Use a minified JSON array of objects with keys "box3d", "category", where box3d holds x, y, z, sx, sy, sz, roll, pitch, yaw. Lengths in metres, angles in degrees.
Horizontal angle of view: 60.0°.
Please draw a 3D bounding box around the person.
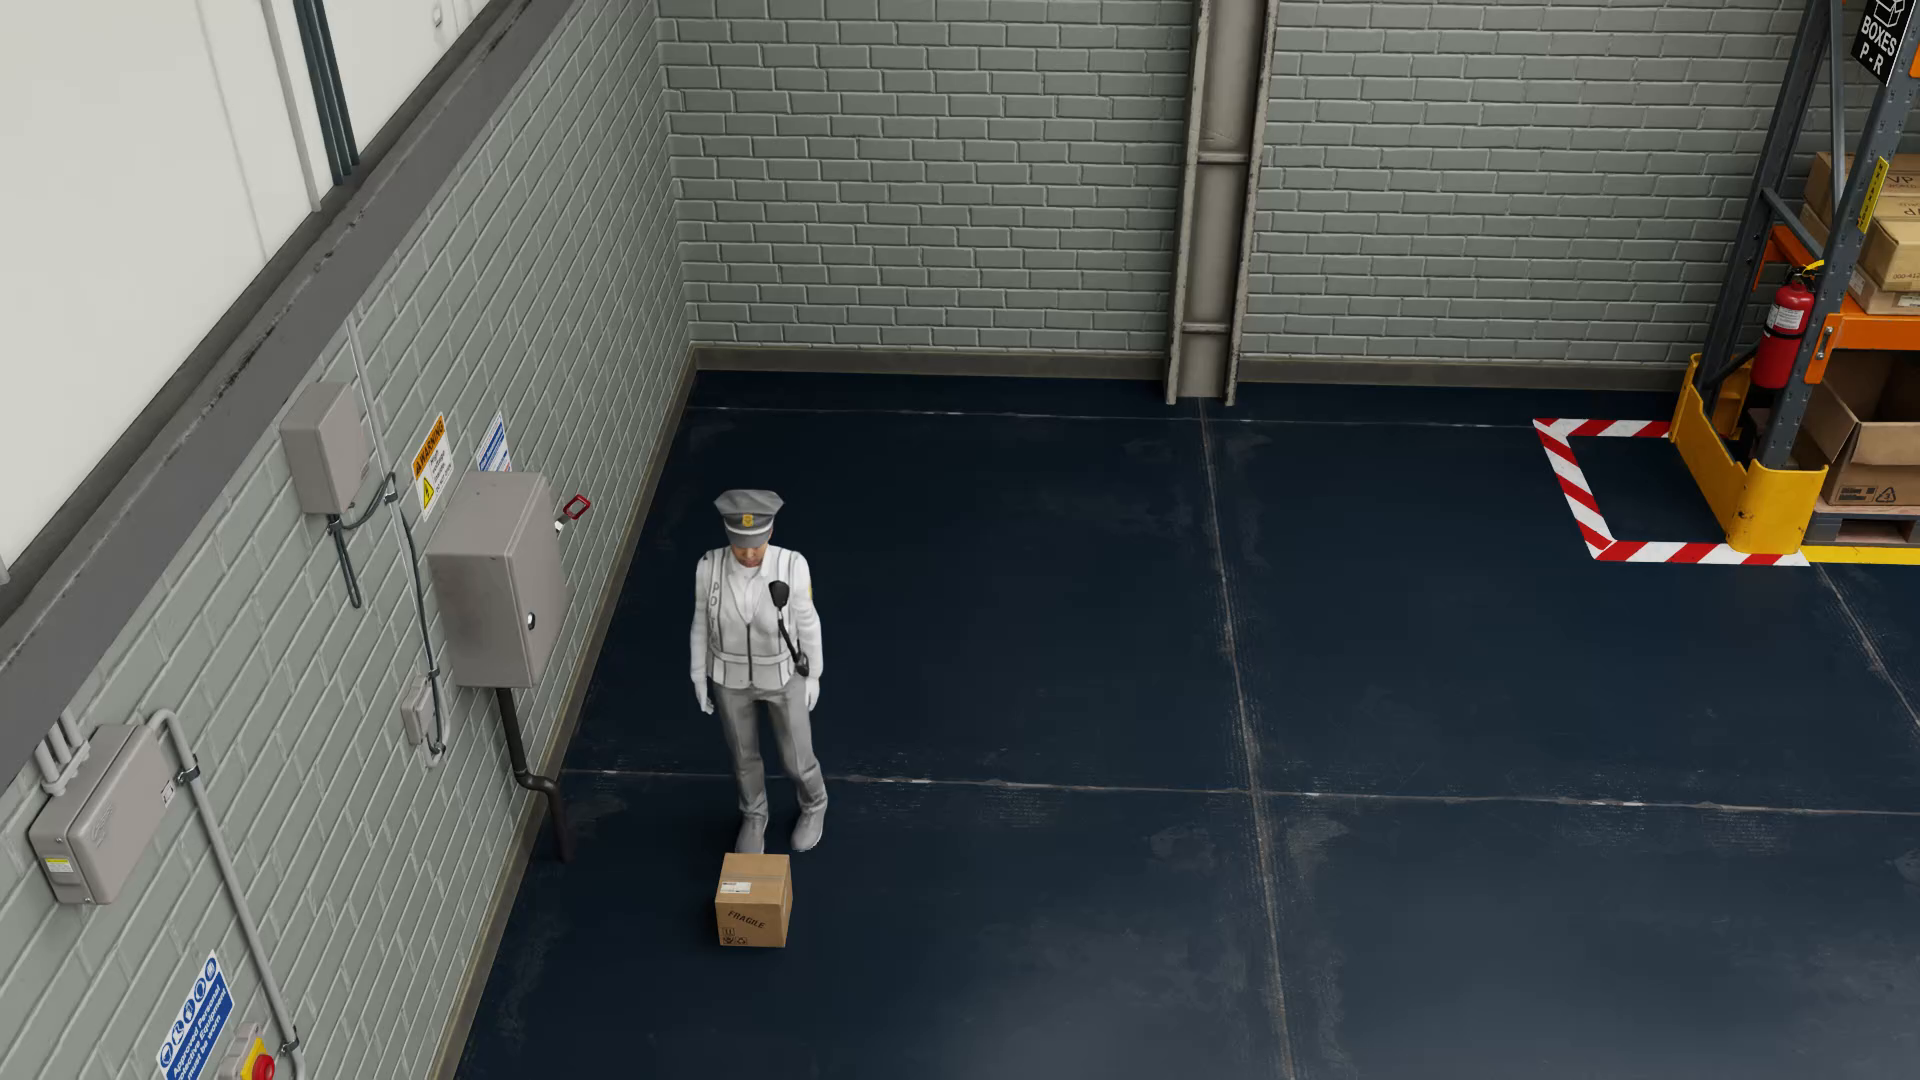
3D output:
[{"box3d":[-0.779,0.637,6.430,0.505,1.469,0.352,1,36,2],"category":"person"}]
